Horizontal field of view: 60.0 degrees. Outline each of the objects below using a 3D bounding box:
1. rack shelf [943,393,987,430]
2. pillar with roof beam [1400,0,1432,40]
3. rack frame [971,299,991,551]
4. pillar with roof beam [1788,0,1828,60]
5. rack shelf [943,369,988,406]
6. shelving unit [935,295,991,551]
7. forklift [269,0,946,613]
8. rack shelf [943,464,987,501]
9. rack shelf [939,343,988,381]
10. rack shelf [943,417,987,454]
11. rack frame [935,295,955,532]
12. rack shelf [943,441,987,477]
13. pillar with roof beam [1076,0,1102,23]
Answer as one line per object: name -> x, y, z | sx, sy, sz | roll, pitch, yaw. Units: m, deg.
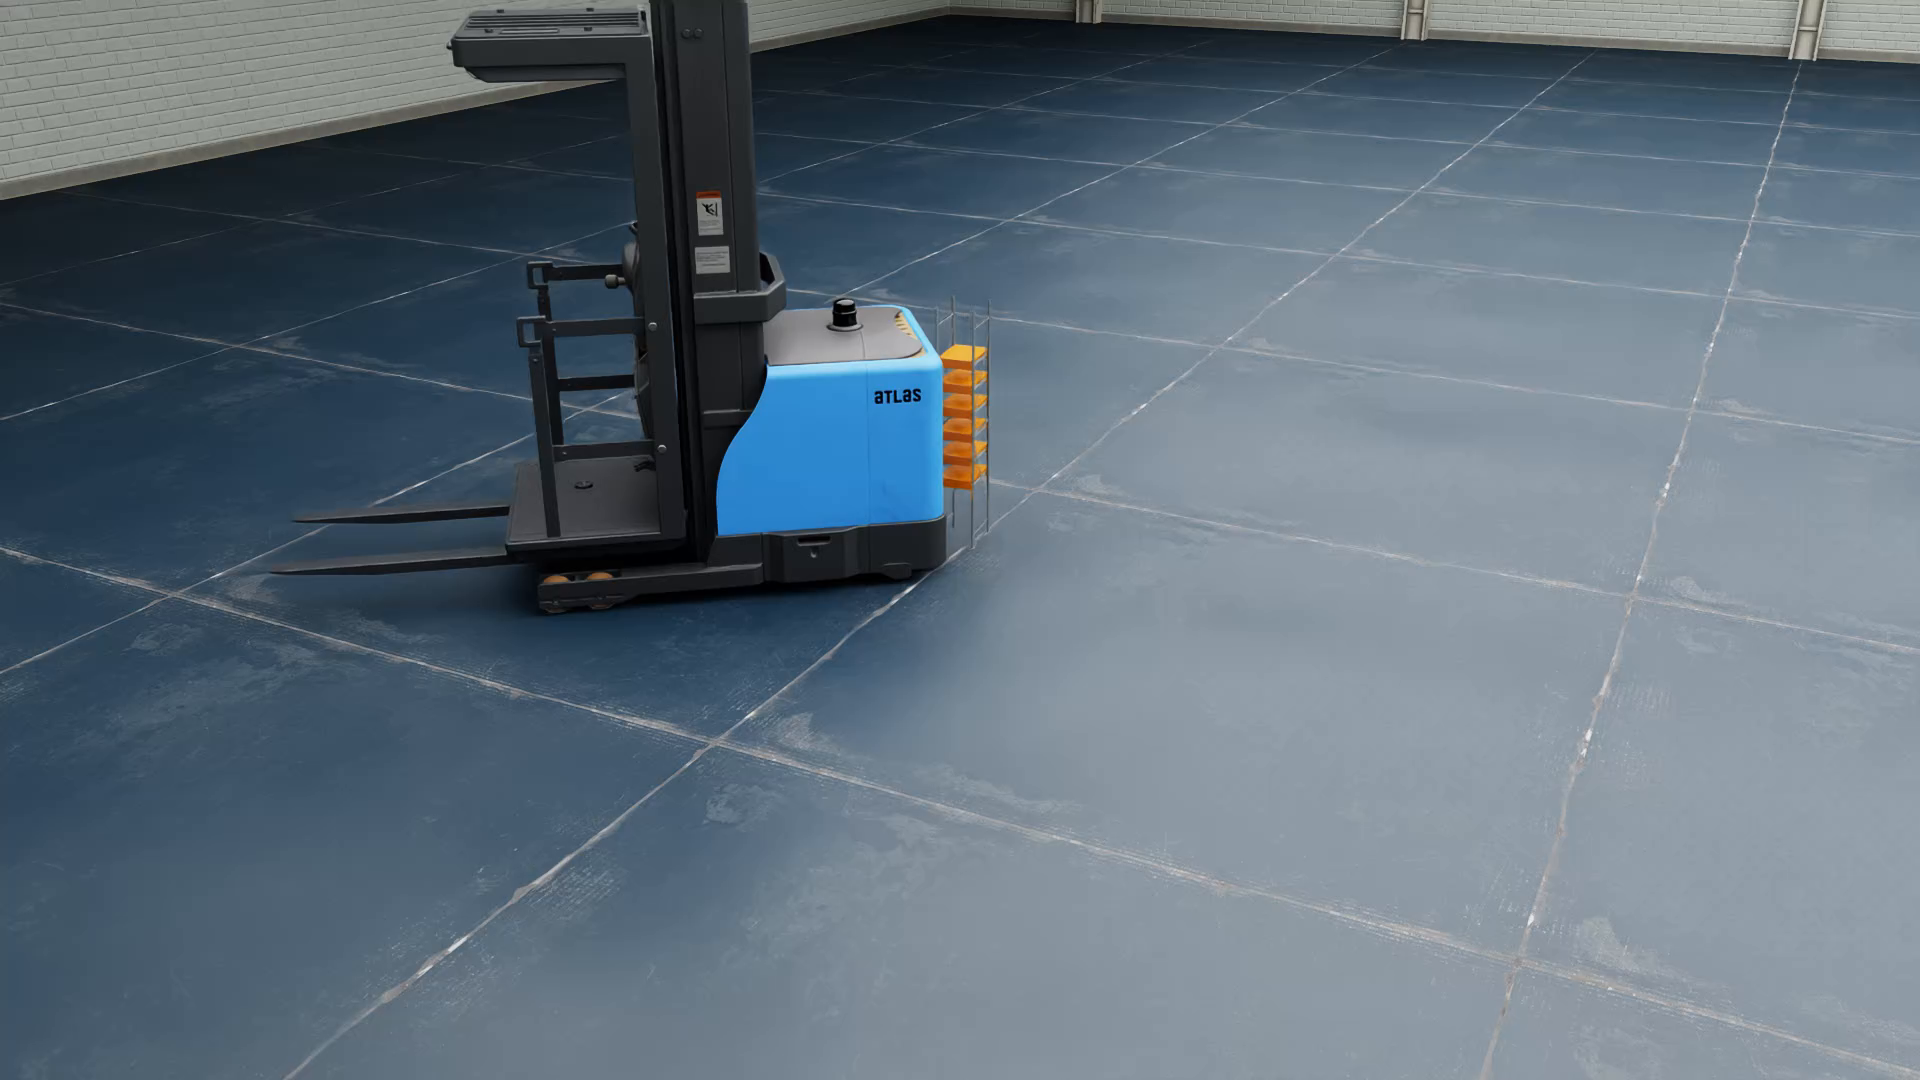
rack shelf -> 0.014, -0.626, 7.996 | 0.180, 0.103, 0.258 | 8, 24, 19
pillar with roof beam -> 5.797, -11.179, 23.039 | 0.400, 9.000, 9.100 | 11, 25, 25
rack frame -> 0.100, -0.544, 7.997 | 0.006, 1.200, 0.240 | 8, 24, 19
pillar with roof beam -> 11.151, -10.120, 20.547 | 0.400, 9.000, 9.100 | 11, 25, 25
rack shelf -> 0.015, -0.737, 7.950 | 0.180, 0.103, 0.258 | 8, 24, 19
shelving unit -> 0.014, -0.557, 8.026 | 0.189, 1.200, 0.258 | 8, 24, 19
forklift -> -1.634, -1.244, 7.430 | 3.031, 2.935, 1.130 | -4, 23, -10
rack shelf -> 0.014, -0.295, 8.137 | 0.180, 0.103, 0.258 | 8, 24, 19
rack shelf -> 0.015, -0.847, 7.903 | 0.180, 0.103, 0.258 | 8, 24, 19
rack shelf -> 0.014, -0.516, 8.043 | 0.180, 0.103, 0.258 | 8, 24, 19
rack frame -> -0.071, -0.569, 8.055 | 0.006, 1.200, 0.240 | 8, 24, 19
rack shelf -> 0.014, -0.405, 8.090 | 0.180, 0.103, 0.258 | 8, 24, 19
pillar with roof beam -> 0.442, -12.239, 25.530 | 0.400, 9.000, 9.100 | 11, 25, 25
